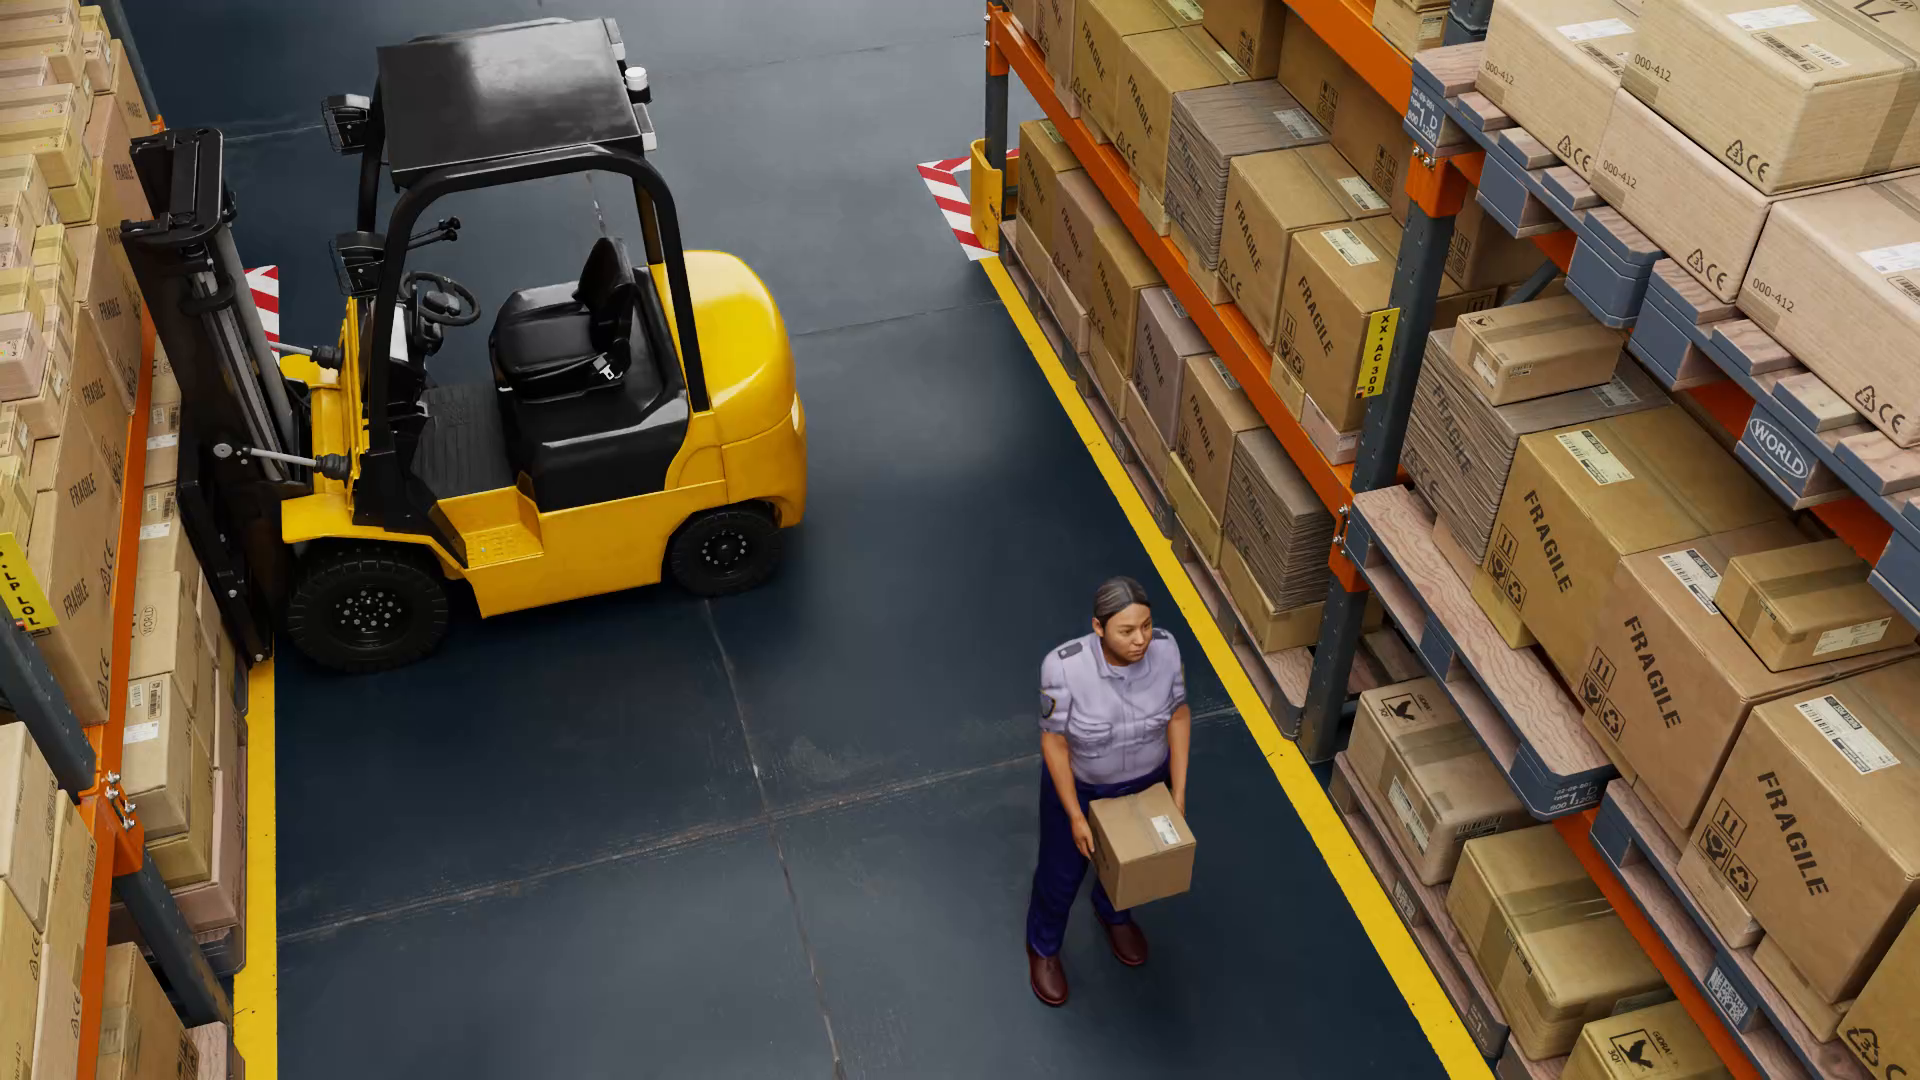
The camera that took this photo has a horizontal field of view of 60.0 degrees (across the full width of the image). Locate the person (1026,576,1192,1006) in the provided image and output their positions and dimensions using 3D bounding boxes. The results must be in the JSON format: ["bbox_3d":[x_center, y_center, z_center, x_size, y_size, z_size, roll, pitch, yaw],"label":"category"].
[{"bbox_3d":[0.473,0.804,5.290,0.544,1.651,0.421,-12,44,-13],"label":"person"}]
